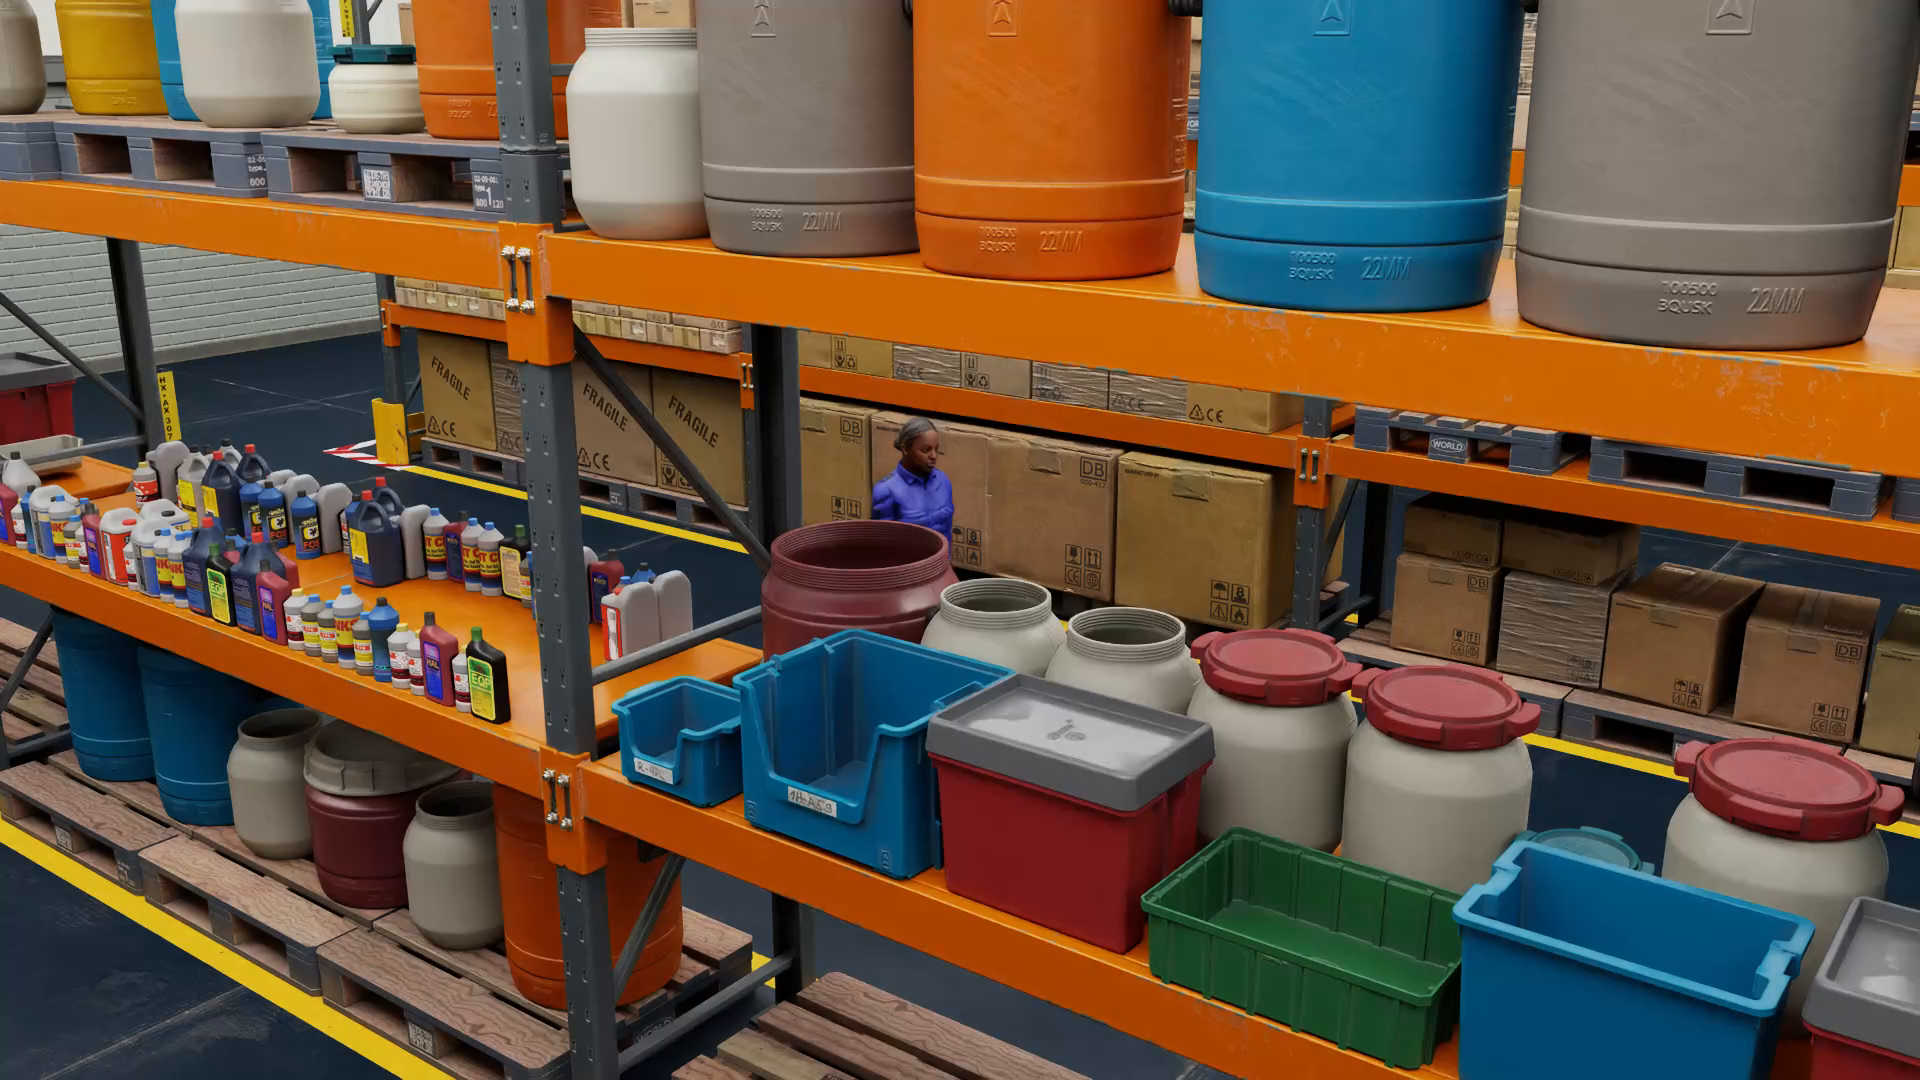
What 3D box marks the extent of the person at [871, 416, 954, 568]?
[{"bbox_3d":[-0.220,0.231,7.726,0.457,1.652,0.585,-12,21,-35],"label":"person"}]
